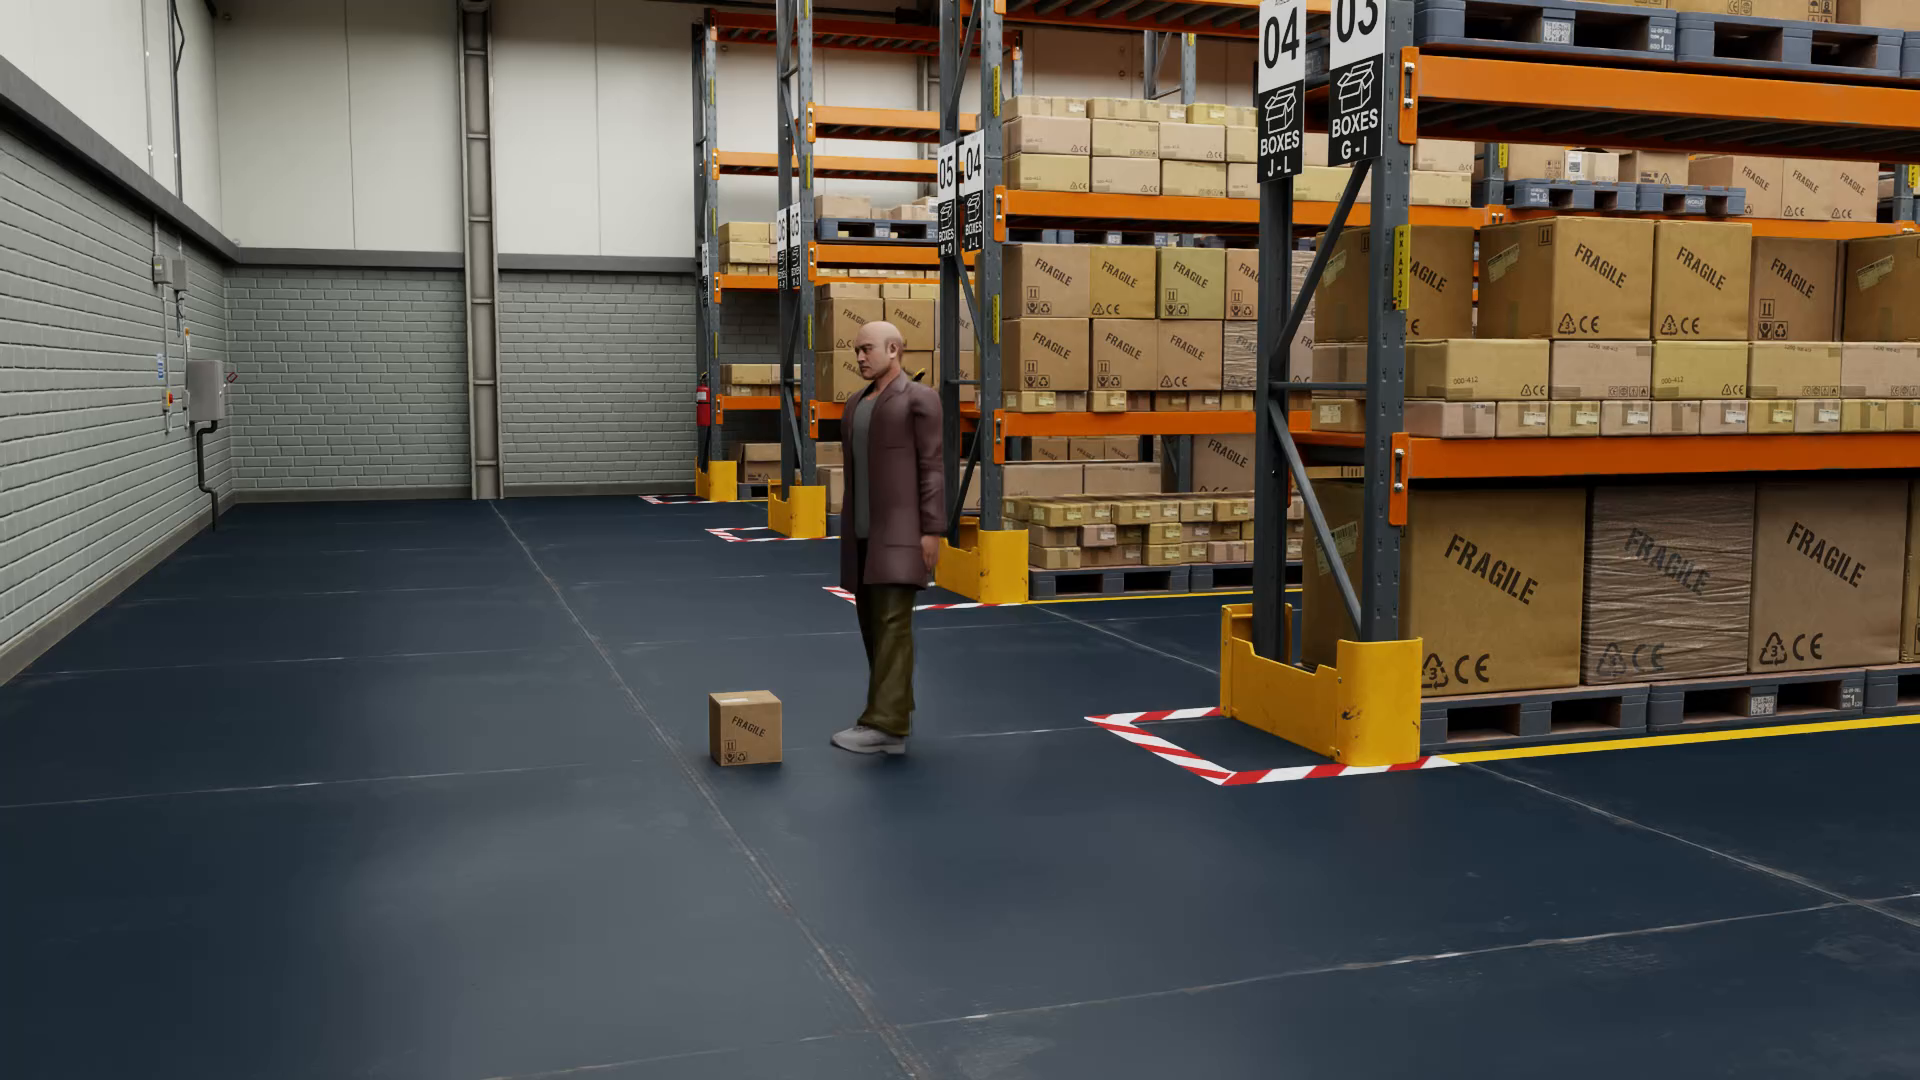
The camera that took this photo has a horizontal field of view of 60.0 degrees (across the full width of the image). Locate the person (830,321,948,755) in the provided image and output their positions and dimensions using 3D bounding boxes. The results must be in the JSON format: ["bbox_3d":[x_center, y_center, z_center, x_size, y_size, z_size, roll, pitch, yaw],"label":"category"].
[{"bbox_3d":[-0.372,-0.017,6.891,0.599,1.775,0.722,5,8,44],"label":"person"}]
